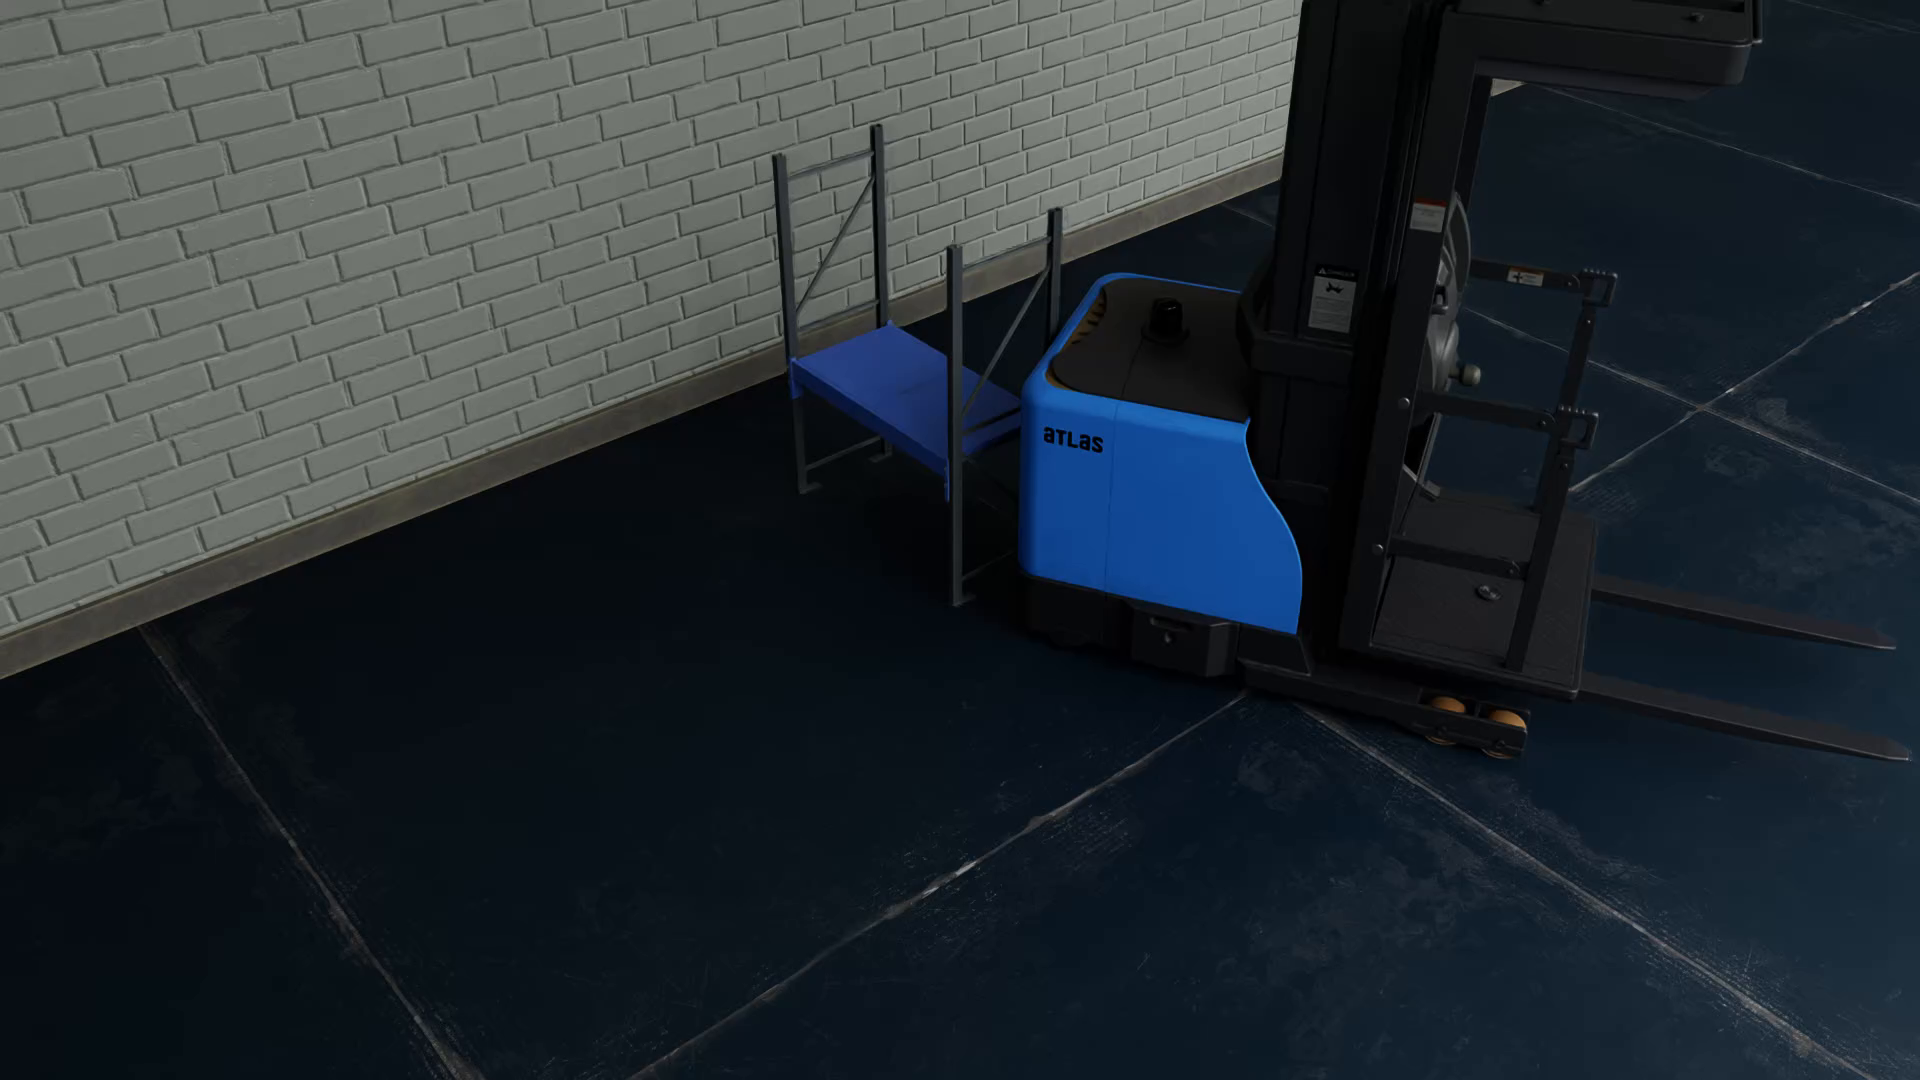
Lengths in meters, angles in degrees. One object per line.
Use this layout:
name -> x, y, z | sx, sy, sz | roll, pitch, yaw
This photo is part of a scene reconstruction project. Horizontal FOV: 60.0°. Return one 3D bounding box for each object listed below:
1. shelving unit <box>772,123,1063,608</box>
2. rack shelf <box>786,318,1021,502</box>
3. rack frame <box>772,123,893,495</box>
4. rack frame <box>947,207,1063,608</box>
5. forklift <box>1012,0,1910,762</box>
shelving unit -> -0.170, -0.676, 6.406 | 0.538, 1.500, 1.048 | -26, 43, -32
rack shelf -> -0.170, -0.529, 6.510 | 0.538, 0.185, 1.000 | -26, 43, -32
rack frame -> -0.497, -0.901, 6.724 | 0.500, 1.500, 0.032 | -26, 43, -32
rack frame -> 0.157, -0.451, 6.089 | 0.500, 1.500, 0.032 | -26, 43, -32
forklift -> 1.767, -0.796, 5.338 | 3.031, 2.935, 1.130 | 12, 37, 17
